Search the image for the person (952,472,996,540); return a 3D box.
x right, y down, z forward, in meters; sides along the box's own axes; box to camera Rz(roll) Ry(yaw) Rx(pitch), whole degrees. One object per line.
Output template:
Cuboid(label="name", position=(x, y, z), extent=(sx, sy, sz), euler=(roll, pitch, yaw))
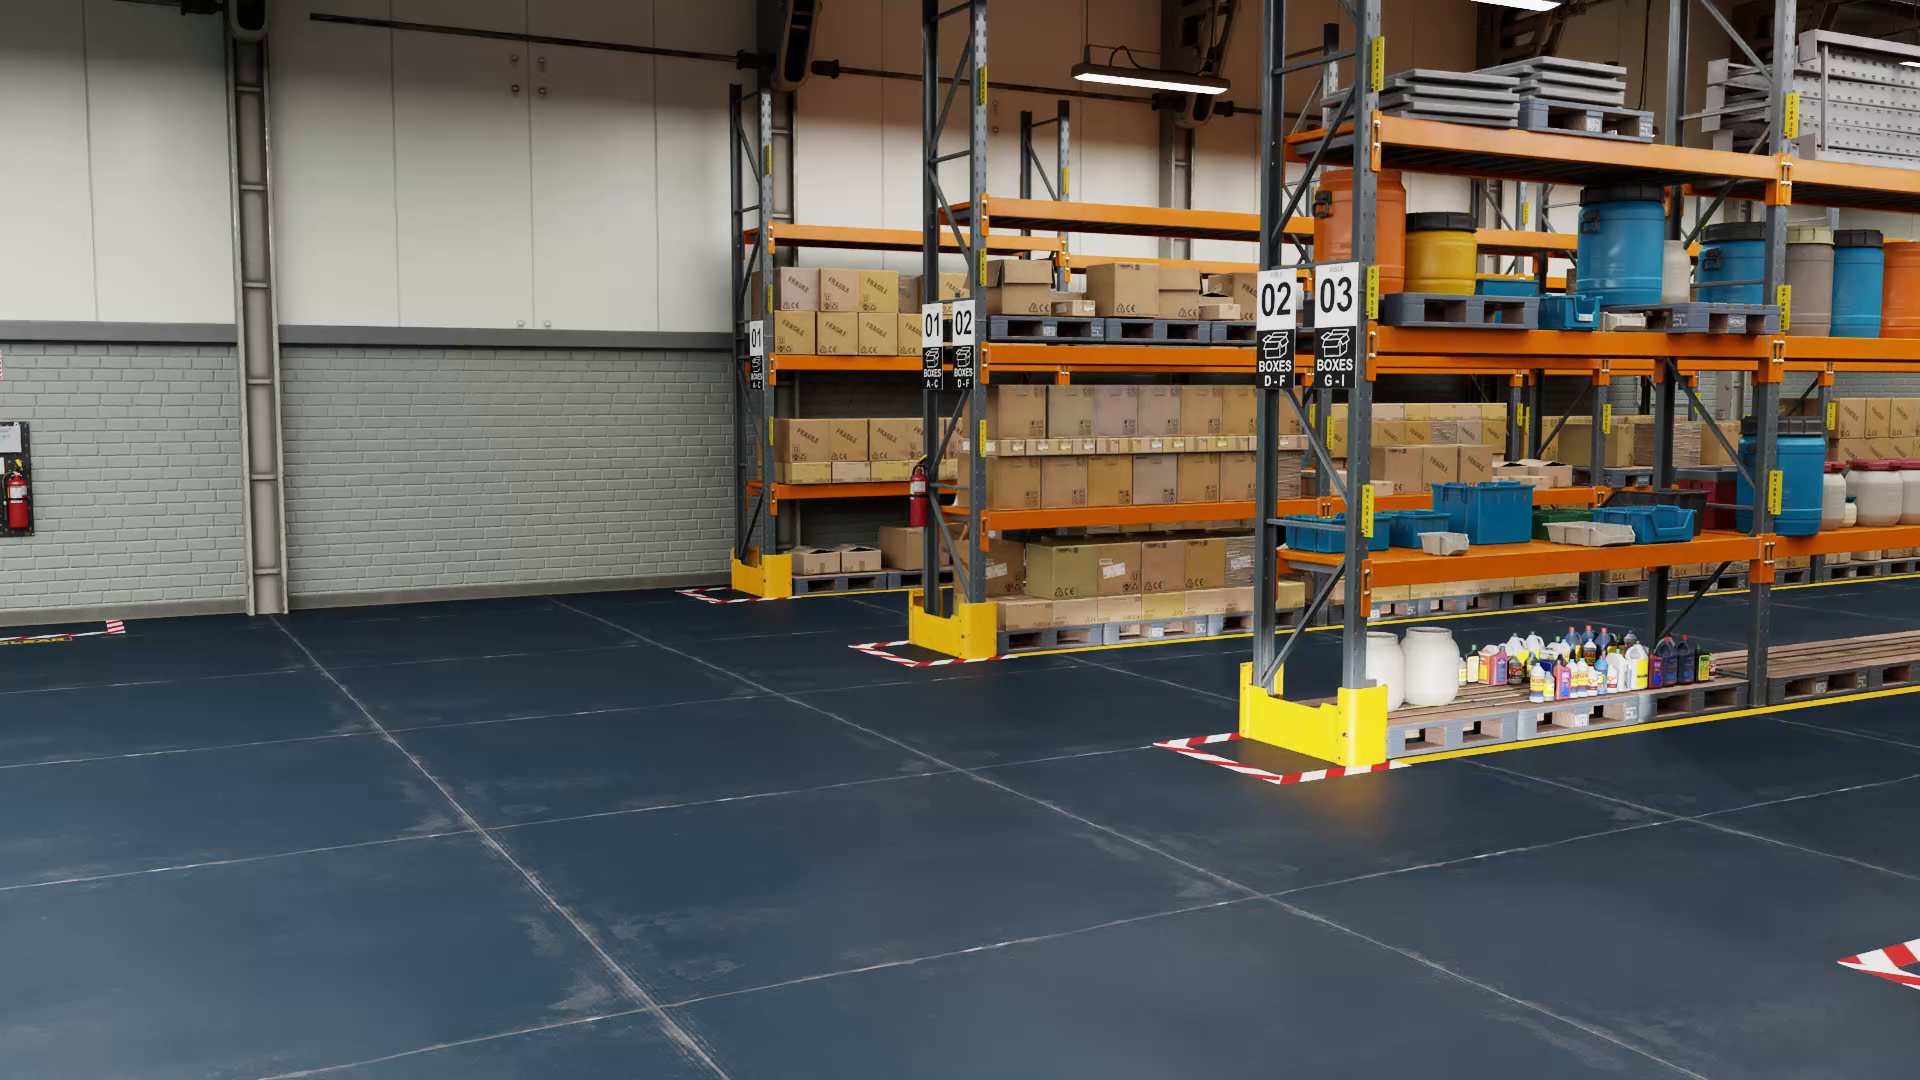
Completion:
Cuboid(label="person", position=(0.079, 0.032, 17.220), extent=(0.560, 1.660, 0.452), euler=(-3, 6, -31))
